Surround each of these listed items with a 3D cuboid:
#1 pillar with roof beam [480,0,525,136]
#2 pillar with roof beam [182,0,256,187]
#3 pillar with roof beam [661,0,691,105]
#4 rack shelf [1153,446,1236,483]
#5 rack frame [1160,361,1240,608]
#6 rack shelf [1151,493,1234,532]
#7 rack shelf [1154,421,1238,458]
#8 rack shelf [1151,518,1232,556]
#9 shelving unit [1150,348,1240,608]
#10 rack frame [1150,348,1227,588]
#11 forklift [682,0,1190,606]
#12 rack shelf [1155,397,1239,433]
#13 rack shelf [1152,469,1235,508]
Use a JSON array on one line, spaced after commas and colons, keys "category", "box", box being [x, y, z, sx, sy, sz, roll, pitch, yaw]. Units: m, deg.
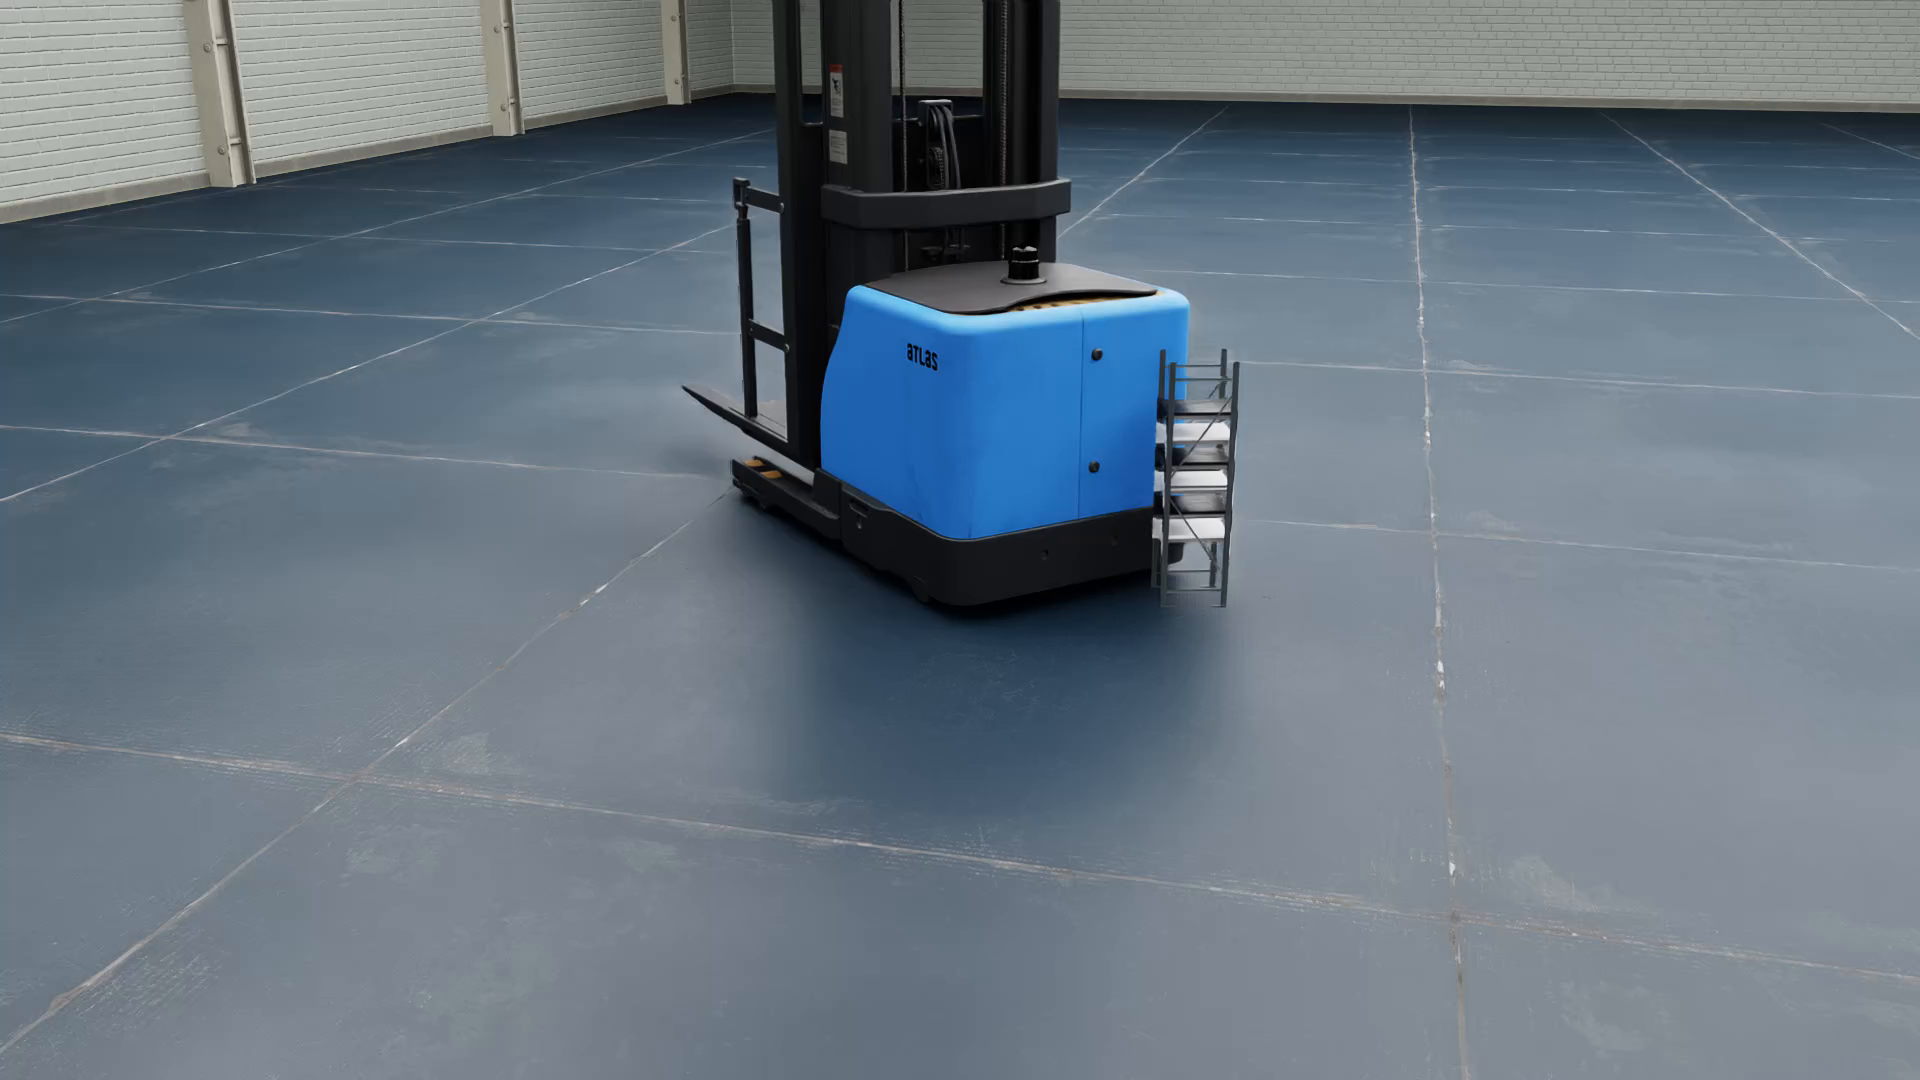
[{"category": "pillar with roof beam", "box": [-2.176, -9.618, 20.924, 9.100, 9.000, 0.400, 5, 19, 13]}, {"category": "pillar with roof beam", "box": [-3.642, -7.737, 15.418, 9.100, 9.000, 0.400, 5, 19, 13]}, {"category": "pillar with roof beam", "box": [-0.710, -11.498, 26.430, 9.100, 9.000, 0.400, 5, 19, 13]}, {"category": "rack shelf", "box": [0.832, -0.270, 5.910, 0.258, 0.077, 0.200, -1, 19, -3]}, {"category": "rack frame", "box": [0.838, -0.183, 5.832, 0.240, 0.900, 0.006, -1, 19, -3]}, {"category": "rack shelf", "box": [0.832, -0.100, 5.968, 0.258, 0.077, 0.200, -1, 19, -3]}, {"category": "rack shelf", "box": [0.832, -0.355, 5.881, 0.258, 0.077, 0.200, -1, 19, -3]}, {"category": "rack shelf", "box": [0.832, -0.015, 5.997, 0.258, 0.077, 0.200, -1, 19, -3]}, {"category": "shelving unit", "box": [0.832, -0.216, 5.928, 0.258, 0.900, 0.210, -1, 19, -3]}, {"category": "rack frame", "box": [0.826, -0.249, 6.024, 0.240, 0.900, 0.006, -1, 19, -3]}, {"category": "forklift", "box": [-0.333, -1.584, 6.791, 1.130, 2.935, 3.031, -11, 22, -28]}, {"category": "rack shelf", "box": [0.832, -0.440, 5.852, 0.258, 0.077, 0.200, -1, 19, -3]}, {"category": "rack shelf", "box": [0.832, -0.185, 5.939, 0.258, 0.077, 0.200, -1, 19, -3]}]
